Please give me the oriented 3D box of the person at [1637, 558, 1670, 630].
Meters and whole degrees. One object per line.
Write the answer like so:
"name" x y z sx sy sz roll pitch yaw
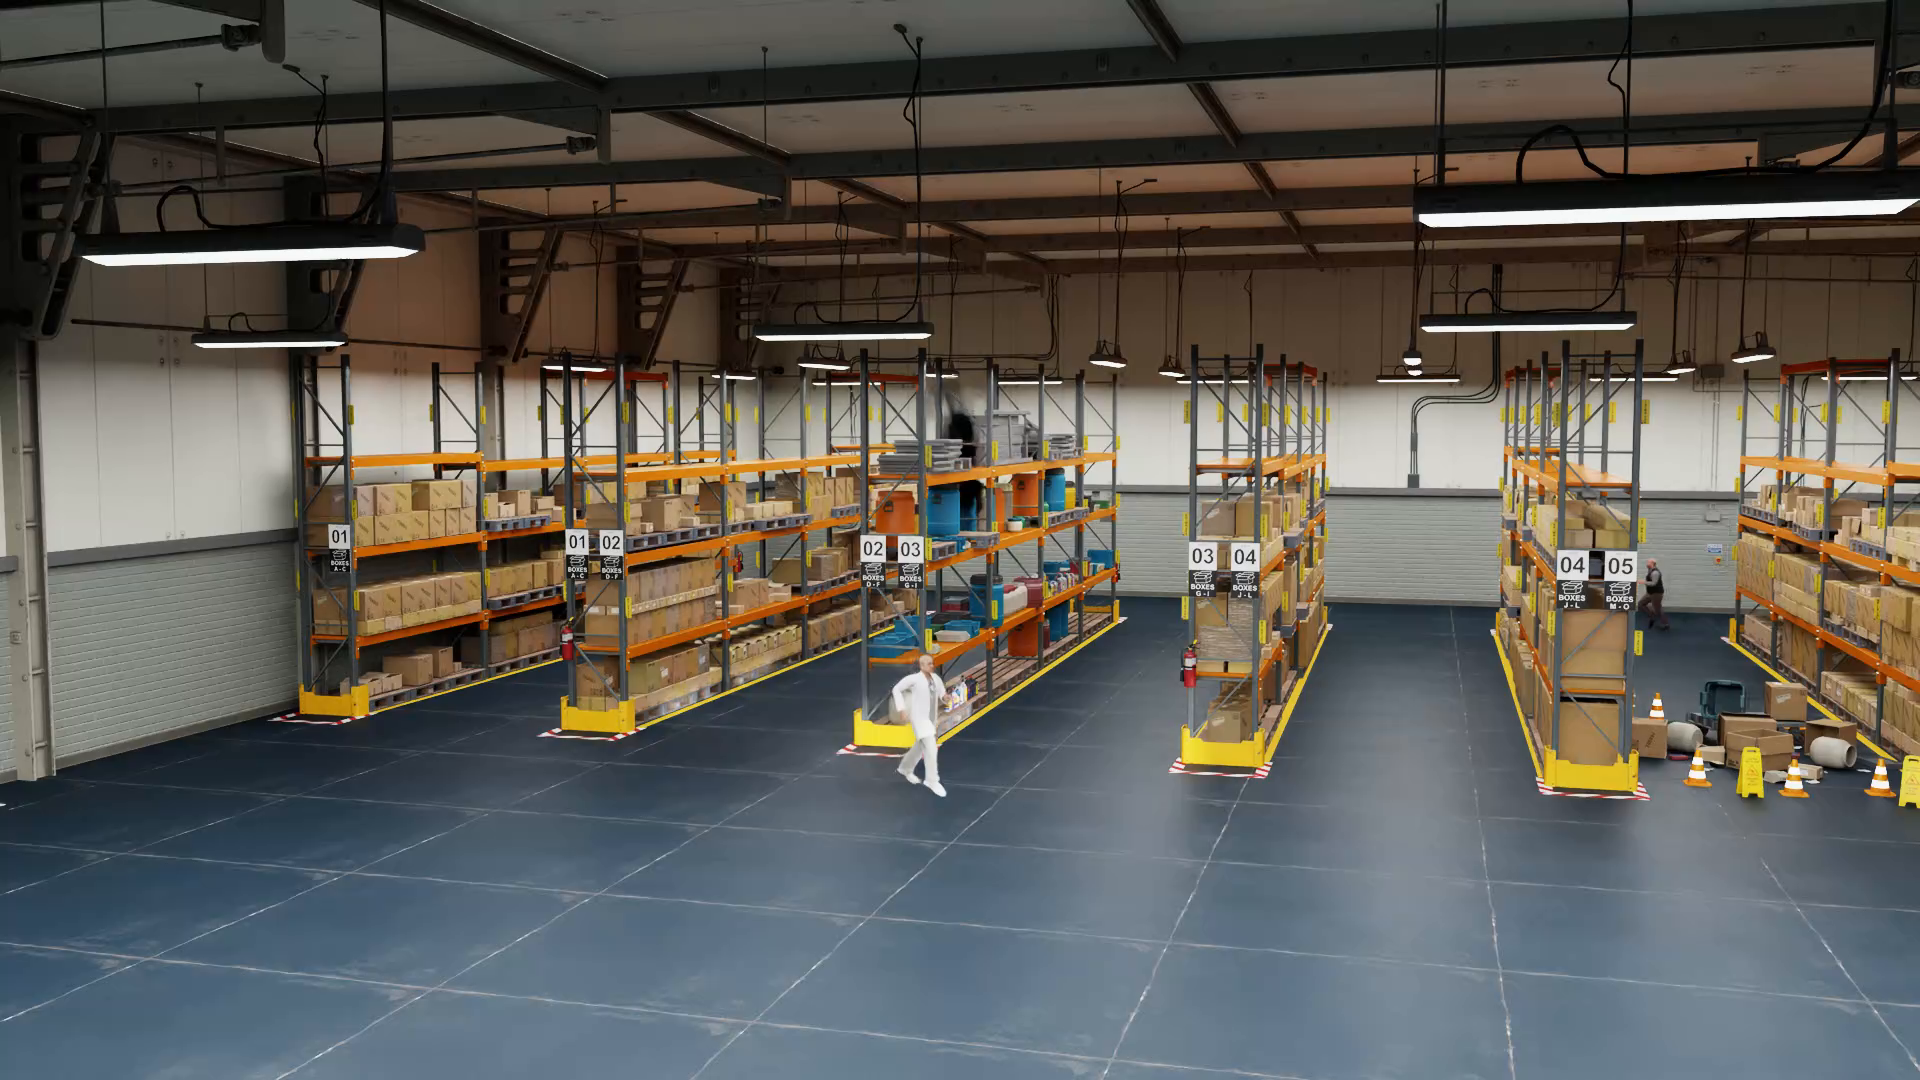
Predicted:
"person" 16.052 1.252 38.496 0.789 1.679 0.687 1 4 8

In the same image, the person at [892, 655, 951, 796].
"person" -0.499 2.440 22.177 0.955 1.835 0.672 3 5 39
